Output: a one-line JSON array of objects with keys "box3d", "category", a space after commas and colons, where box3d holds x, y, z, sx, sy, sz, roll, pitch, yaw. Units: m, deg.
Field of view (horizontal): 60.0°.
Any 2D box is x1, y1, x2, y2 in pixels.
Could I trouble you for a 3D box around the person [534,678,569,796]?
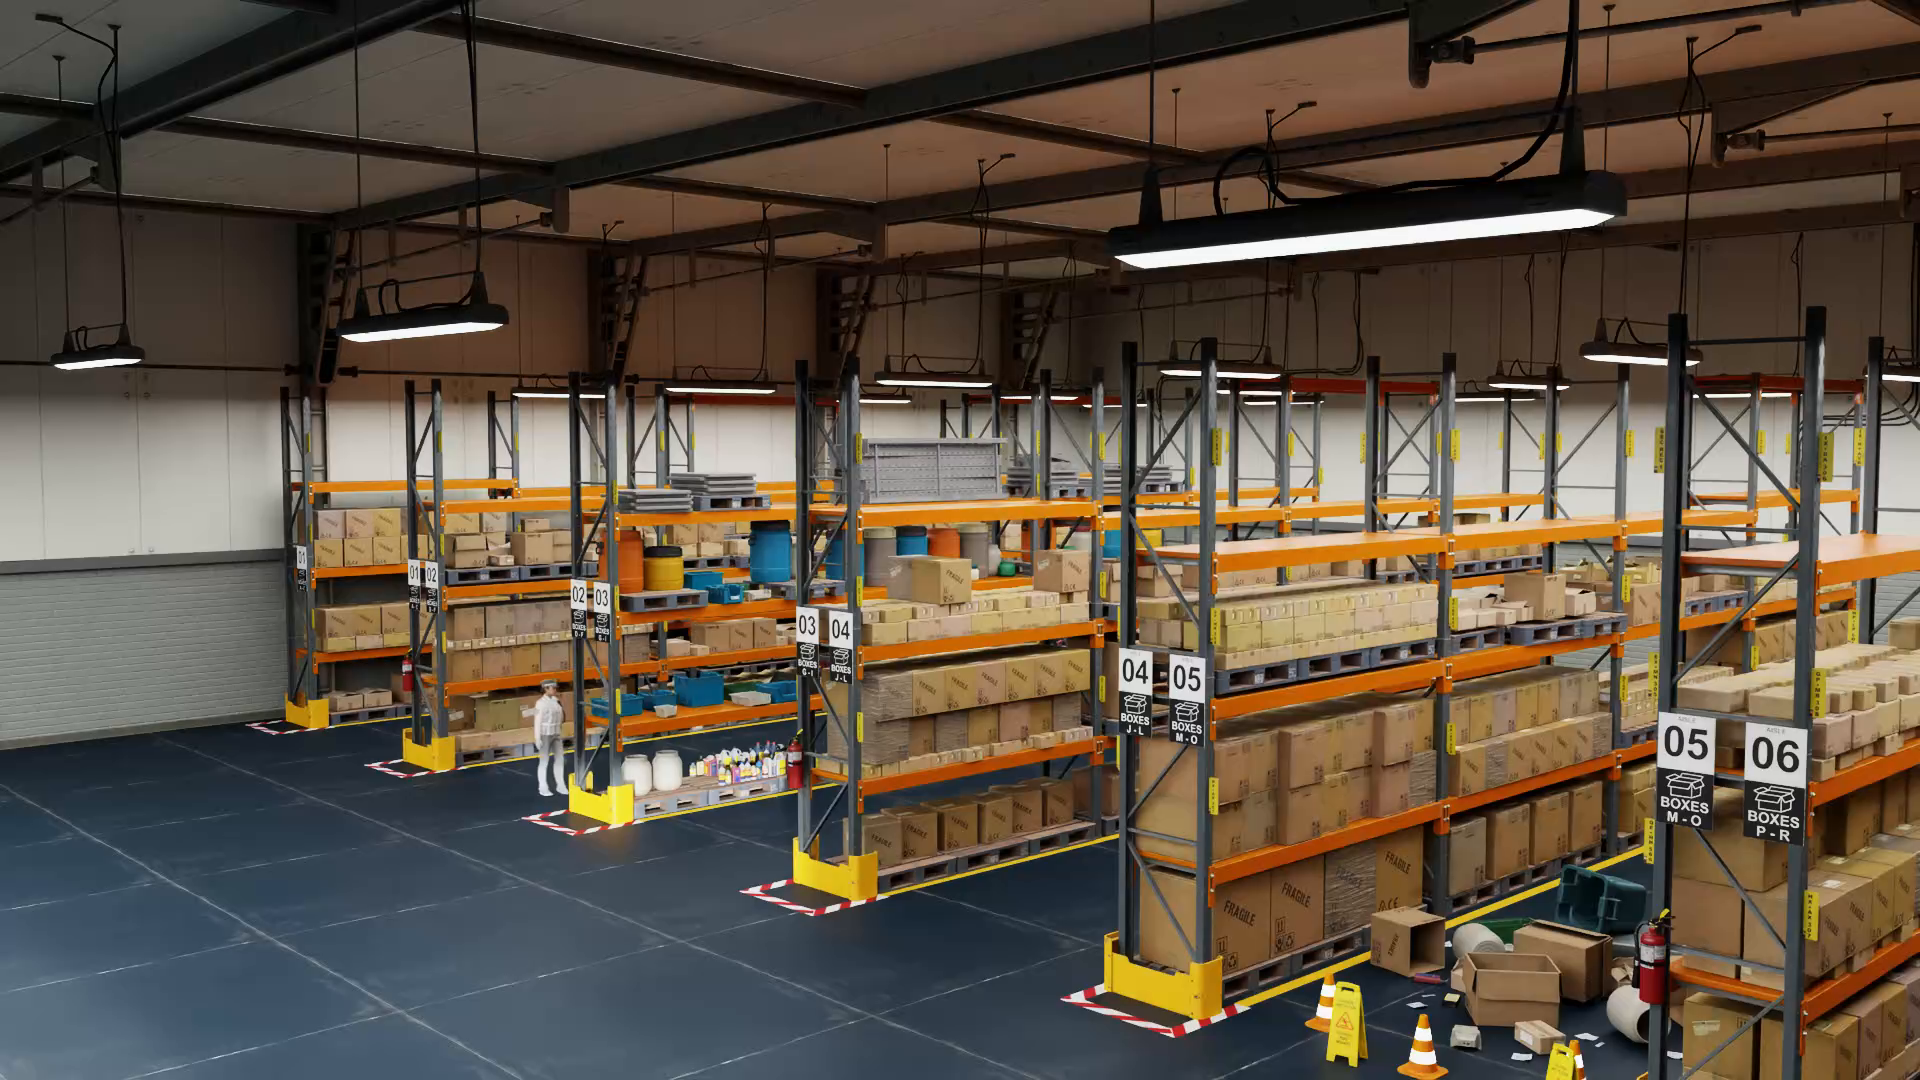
[{"box3d": [-5.847, 2.828, 23.753, 0.406, 1.723, 0.535, 2, 4, 28], "category": "person"}]
